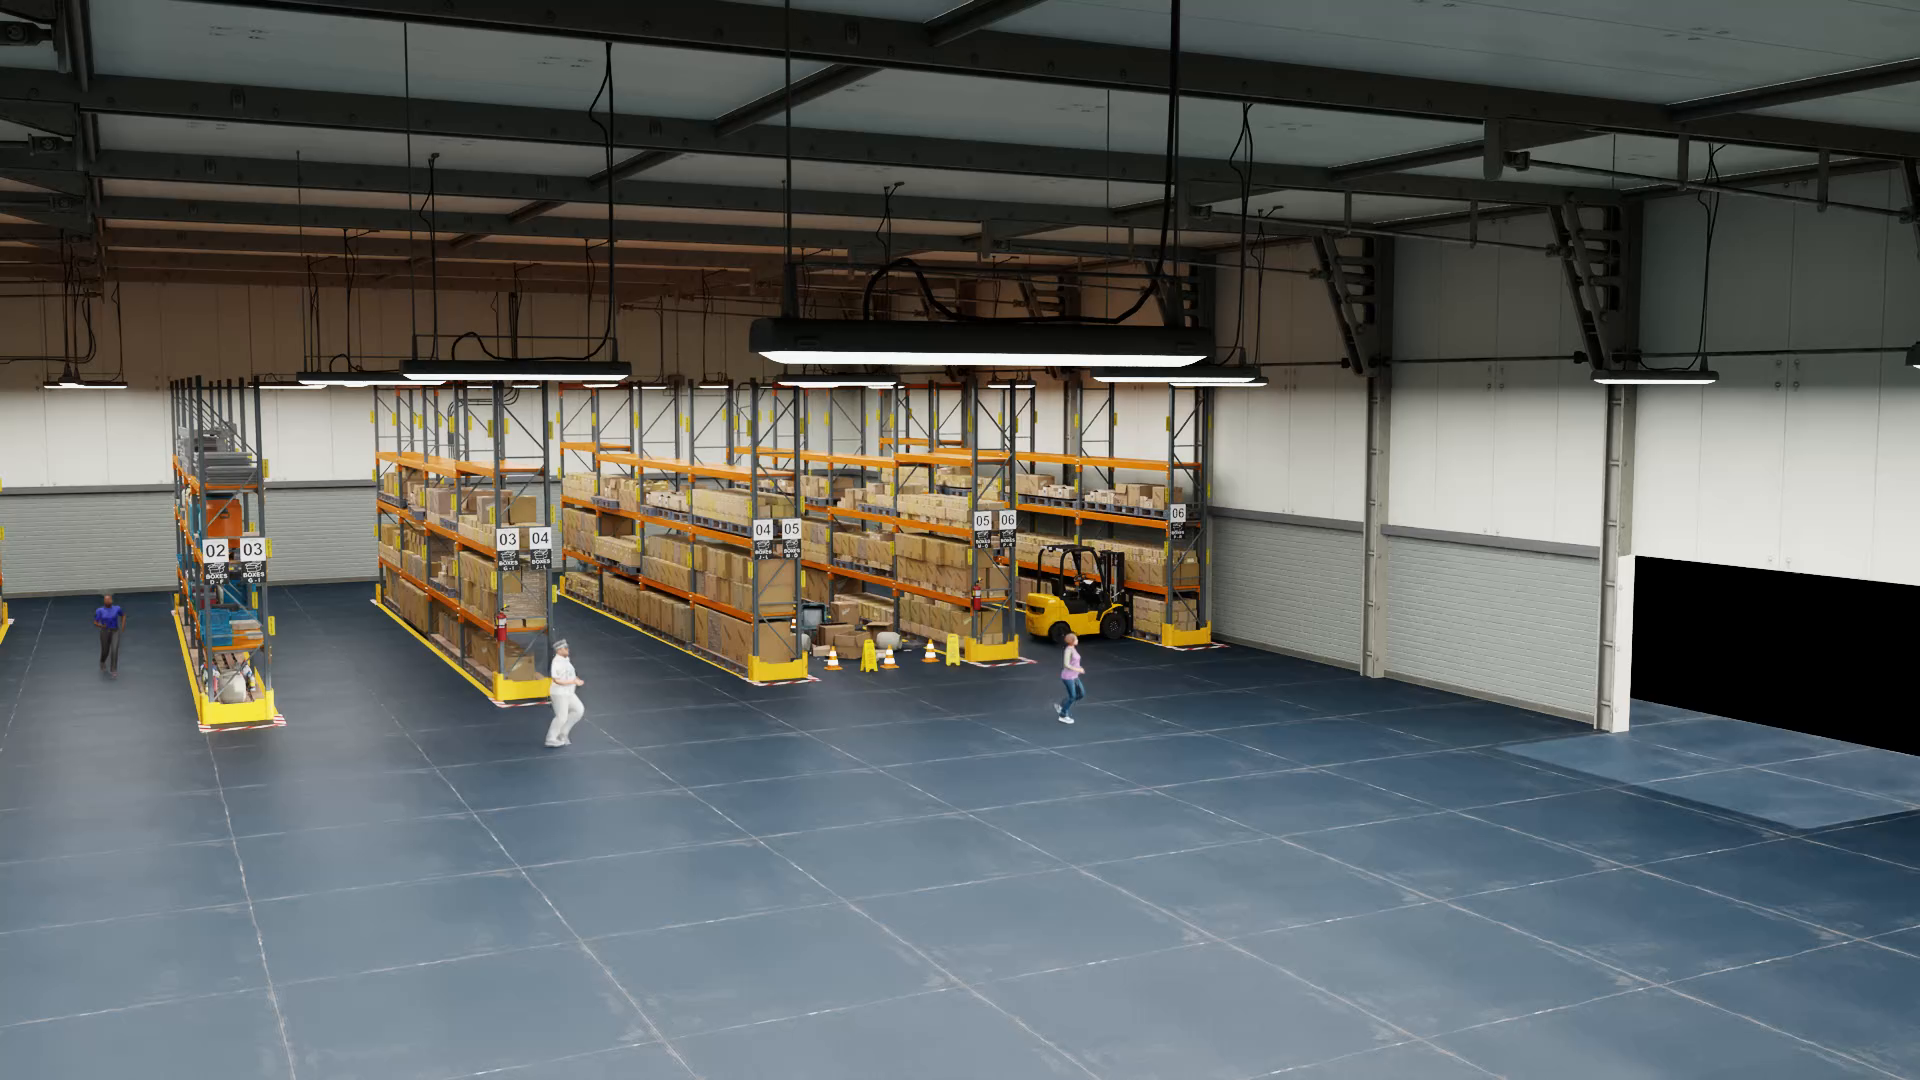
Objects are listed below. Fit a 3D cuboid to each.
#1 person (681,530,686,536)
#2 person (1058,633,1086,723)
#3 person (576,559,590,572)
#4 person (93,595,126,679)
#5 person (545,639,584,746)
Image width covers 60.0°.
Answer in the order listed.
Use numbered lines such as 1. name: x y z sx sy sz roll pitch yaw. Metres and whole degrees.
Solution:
1. person: -8.315 0.416 50.272 0.705 1.726 0.672 -2 5 -17
2. person: 1.942 2.386 28.746 0.517 1.565 0.541 2 5 17
3. person: -10.948 0.547 48.619 0.583 1.692 0.700 -4 6 -38
4. person: -17.175 1.927 33.611 0.589 1.650 0.918 -3 6 -29
5. person: -6.356 2.473 26.789 0.691 1.785 0.639 0 5 4
